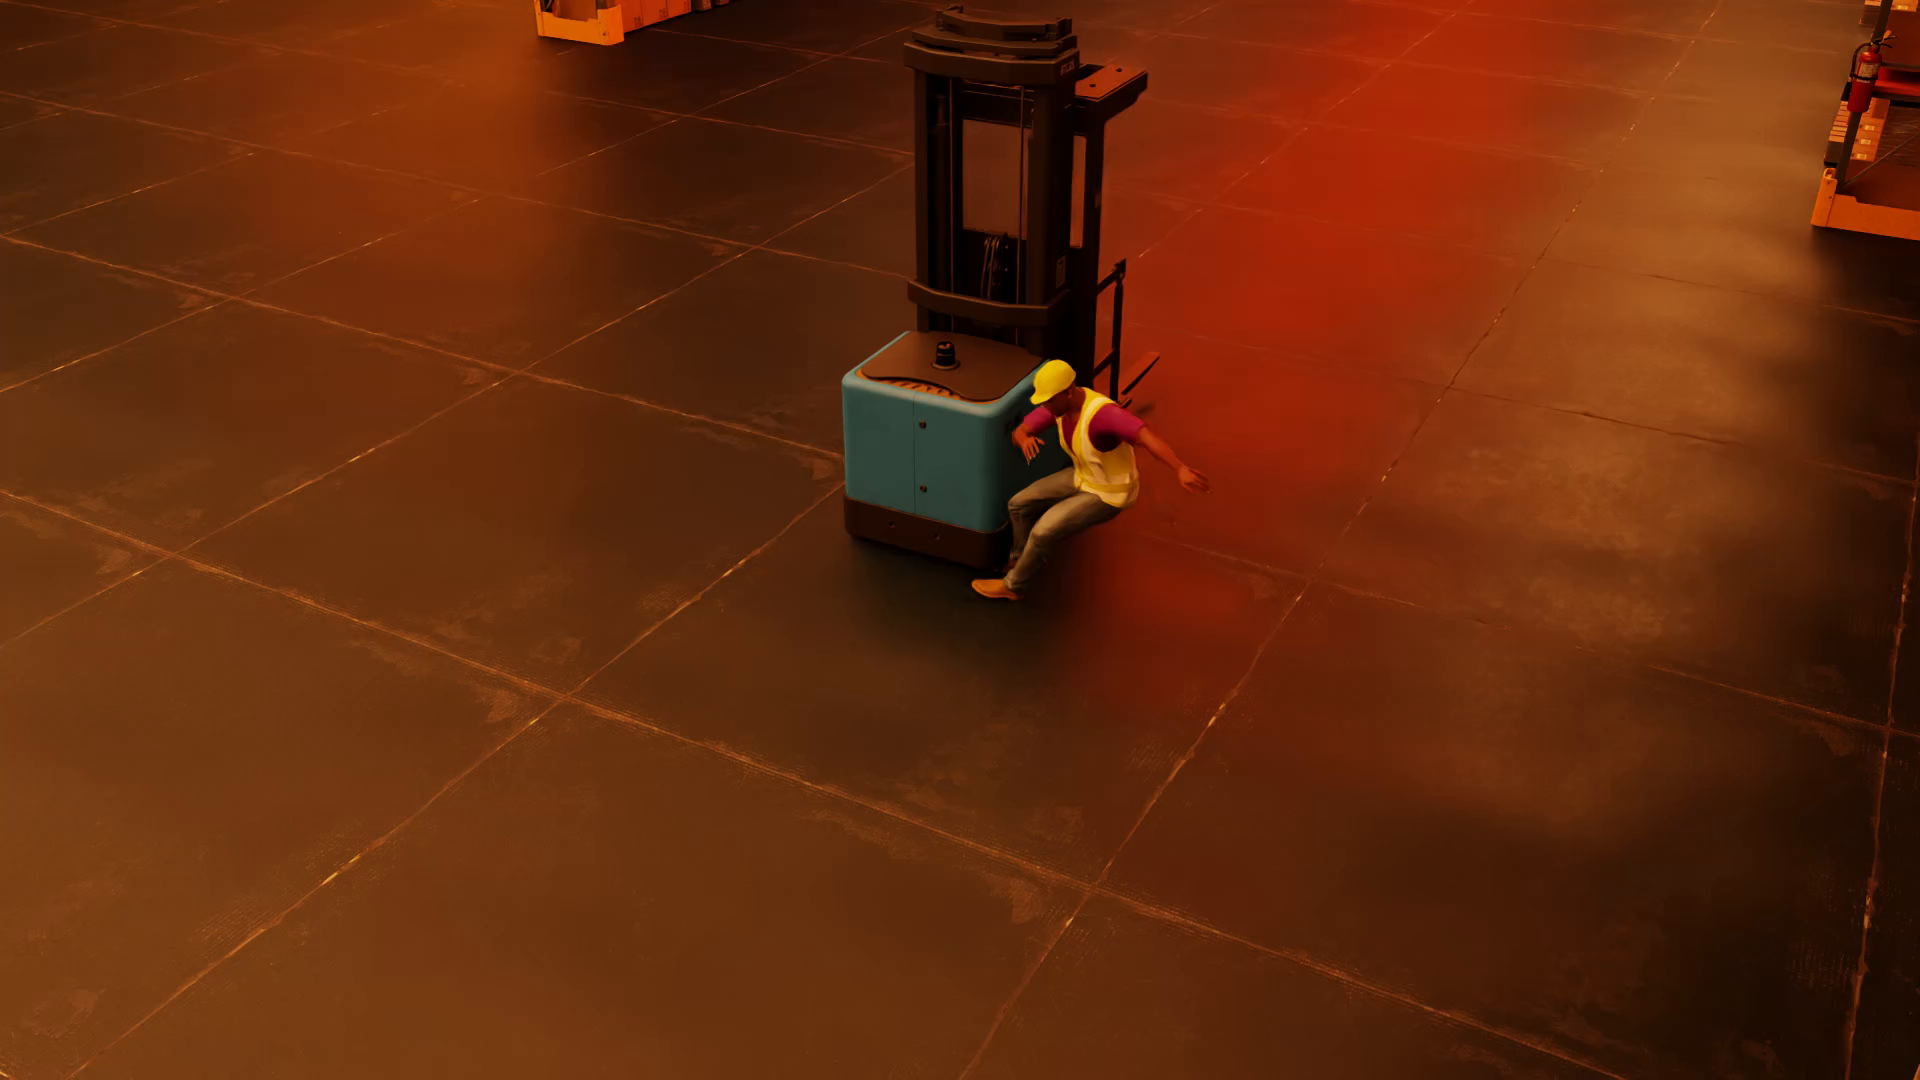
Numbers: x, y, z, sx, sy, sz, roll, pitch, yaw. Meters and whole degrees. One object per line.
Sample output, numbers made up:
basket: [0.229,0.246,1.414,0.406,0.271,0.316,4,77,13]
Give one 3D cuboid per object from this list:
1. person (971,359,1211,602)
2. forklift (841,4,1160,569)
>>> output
person: [0.631,-0.225,9.008,0.943,1.458,1.230,-13,33,-22]
forklift: [0.432,-1.814,10.214,1.130,2.935,3.031,15,33,23]
